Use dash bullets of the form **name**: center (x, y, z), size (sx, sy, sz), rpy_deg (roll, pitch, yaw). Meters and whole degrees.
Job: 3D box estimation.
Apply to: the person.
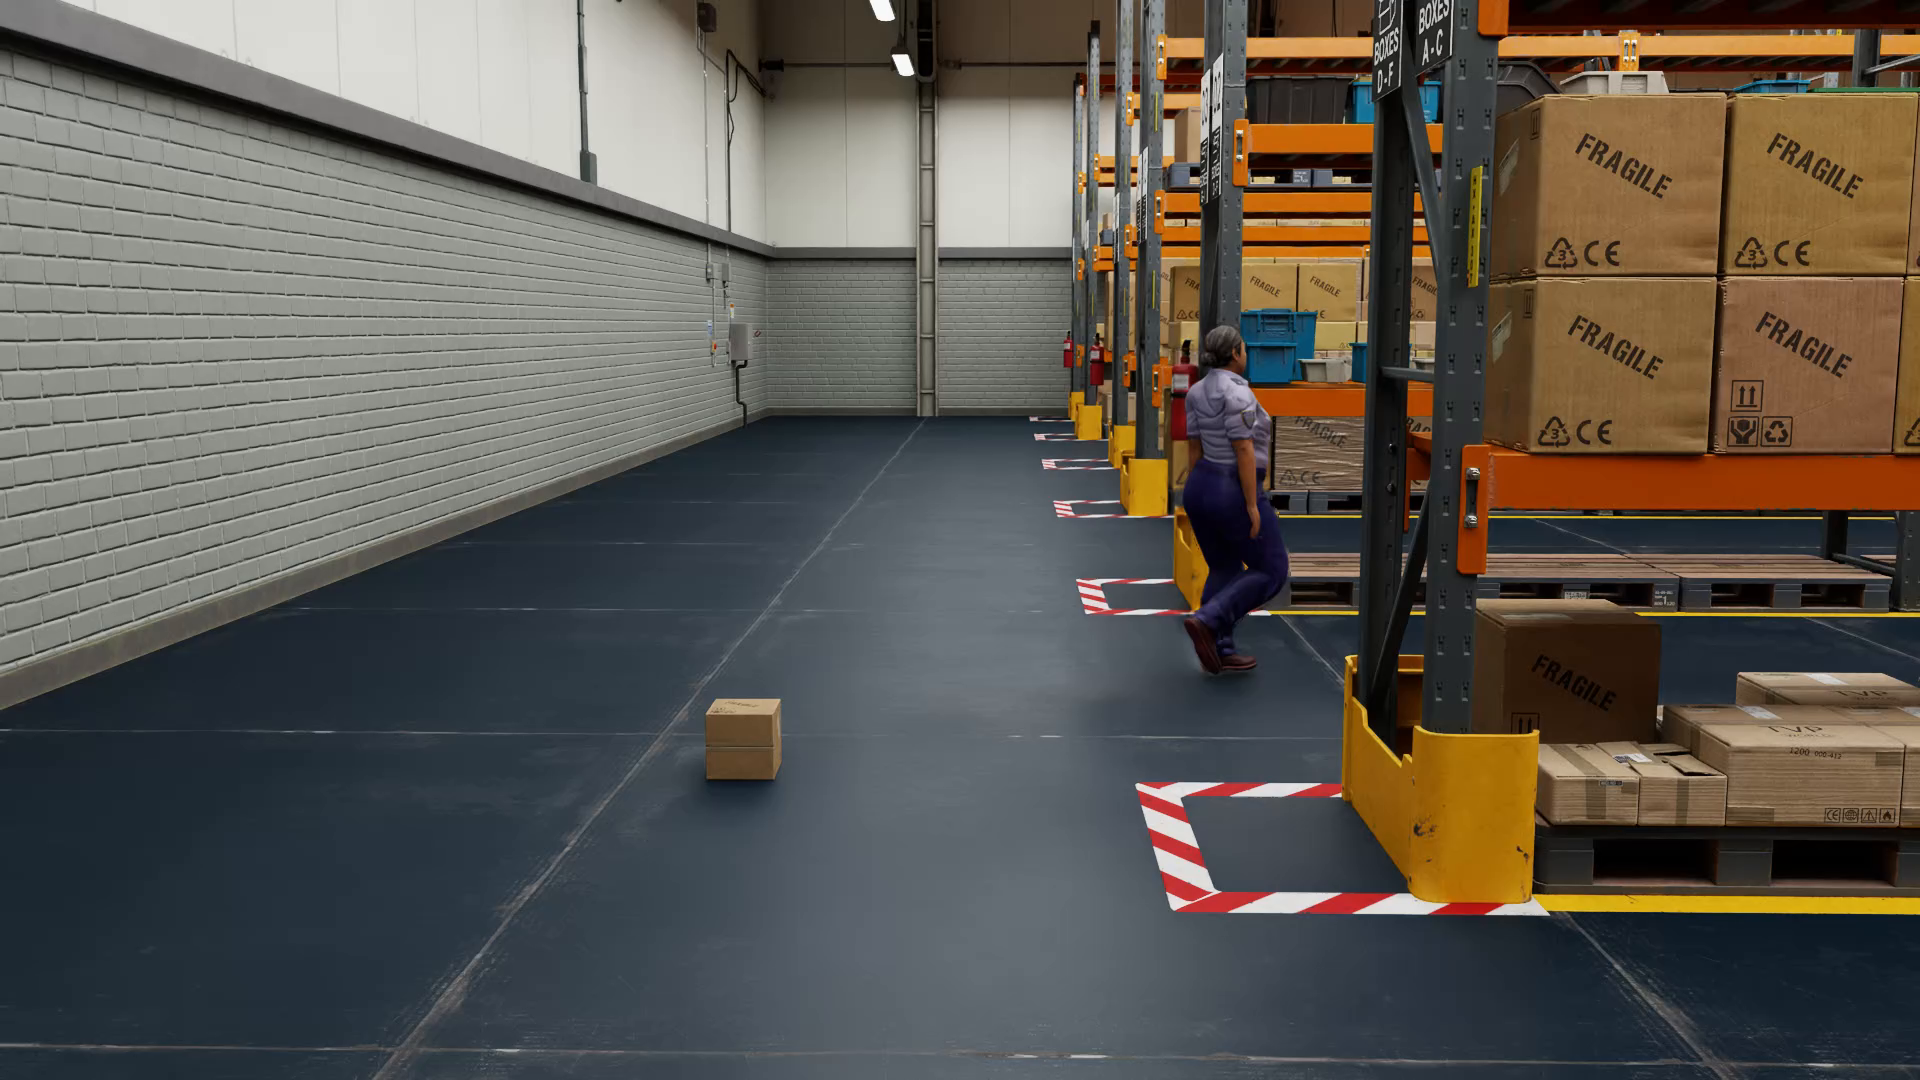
- **person**: center (1.230, -0.178, 7.757), size (0.496, 1.637, 0.508), rpy_deg (-3, 8, -24)
